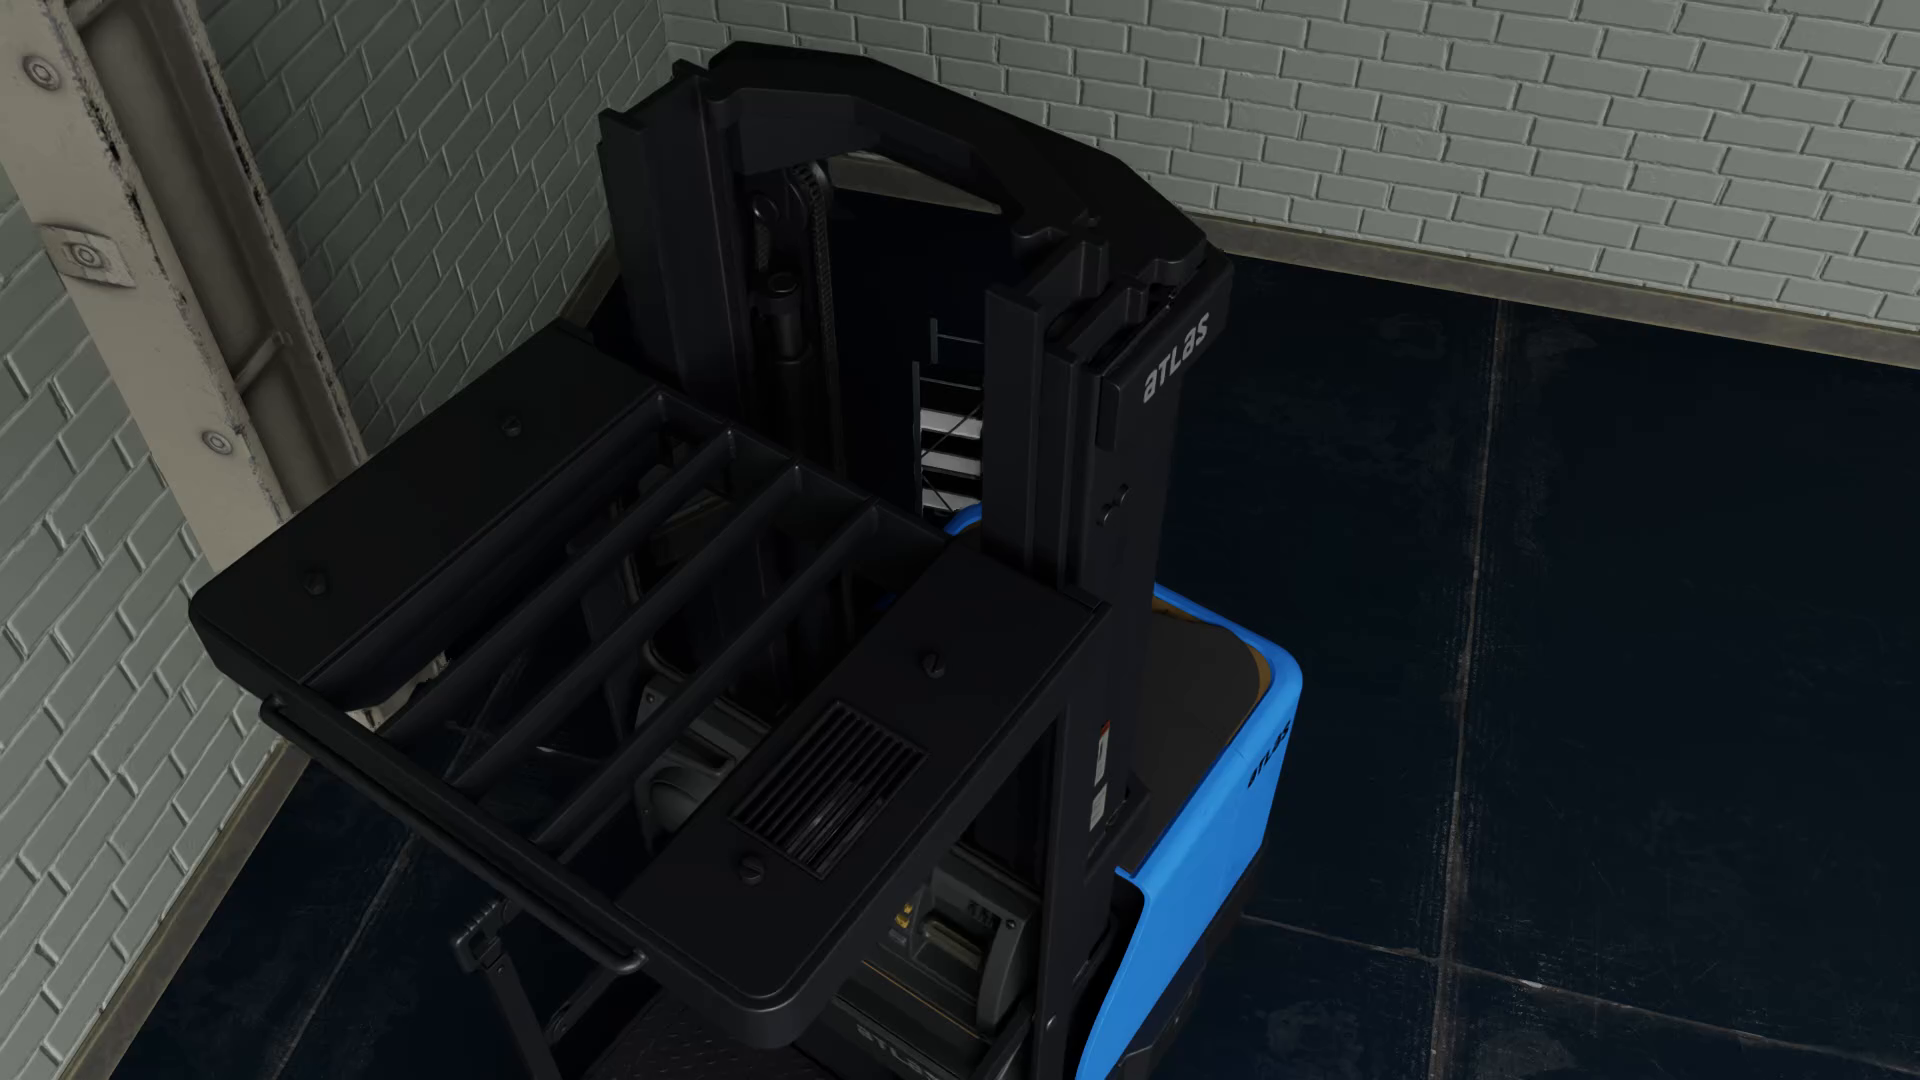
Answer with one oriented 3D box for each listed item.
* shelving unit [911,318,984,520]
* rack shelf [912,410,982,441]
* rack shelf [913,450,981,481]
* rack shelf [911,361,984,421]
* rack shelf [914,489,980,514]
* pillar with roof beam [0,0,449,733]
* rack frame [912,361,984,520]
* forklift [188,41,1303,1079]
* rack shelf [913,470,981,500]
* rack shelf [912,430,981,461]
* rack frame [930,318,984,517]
[{"bbox_3d":[-0.002,-0.292,5.407,0.258,0.900,0.210,12,50,10],"label":"shelving unit"},{"bbox_3d":[-0.002,-0.389,5.297,0.258,0.077,0.200,12,50,10],"label":"rack shelf"},{"bbox_3d":[-0.002,-0.270,5.432,0.258,0.077,0.200,12,50,10],"label":"rack shelf"},{"bbox_3d":[-0.002,-0.449,5.230,0.258,0.077,0.200,12,50,10],"label":"rack shelf"},{"bbox_3d":[-0.002,-0.151,5.567,0.258,0.077,0.200,12,50,10],"label":"rack shelf"},{"bbox_3d":[2.315,-1.588,1.149,9.100,9.000,0.400,12,50,10],"label":"pillar with roof beam"},{"bbox_3d":[-0.029,-0.218,5.343,0.240,0.900,0.006,12,50,10],"label":"rack frame"},{"bbox_3d":[-0.401,0.727,3.153,1.130,2.935,3.031,28,54,22],"label":"forklift"},{"bbox_3d":[-0.002,-0.210,5.500,0.258,0.077,0.200,12,50,10],"label":"rack shelf"},{"bbox_3d":[-0.002,-0.329,5.365,0.258,0.077,0.200,12,50,10],"label":"rack shelf"},{"bbox_3d":[0.025,-0.365,5.472,0.240,0.900,0.006,12,50,10],"label":"rack frame"}]
